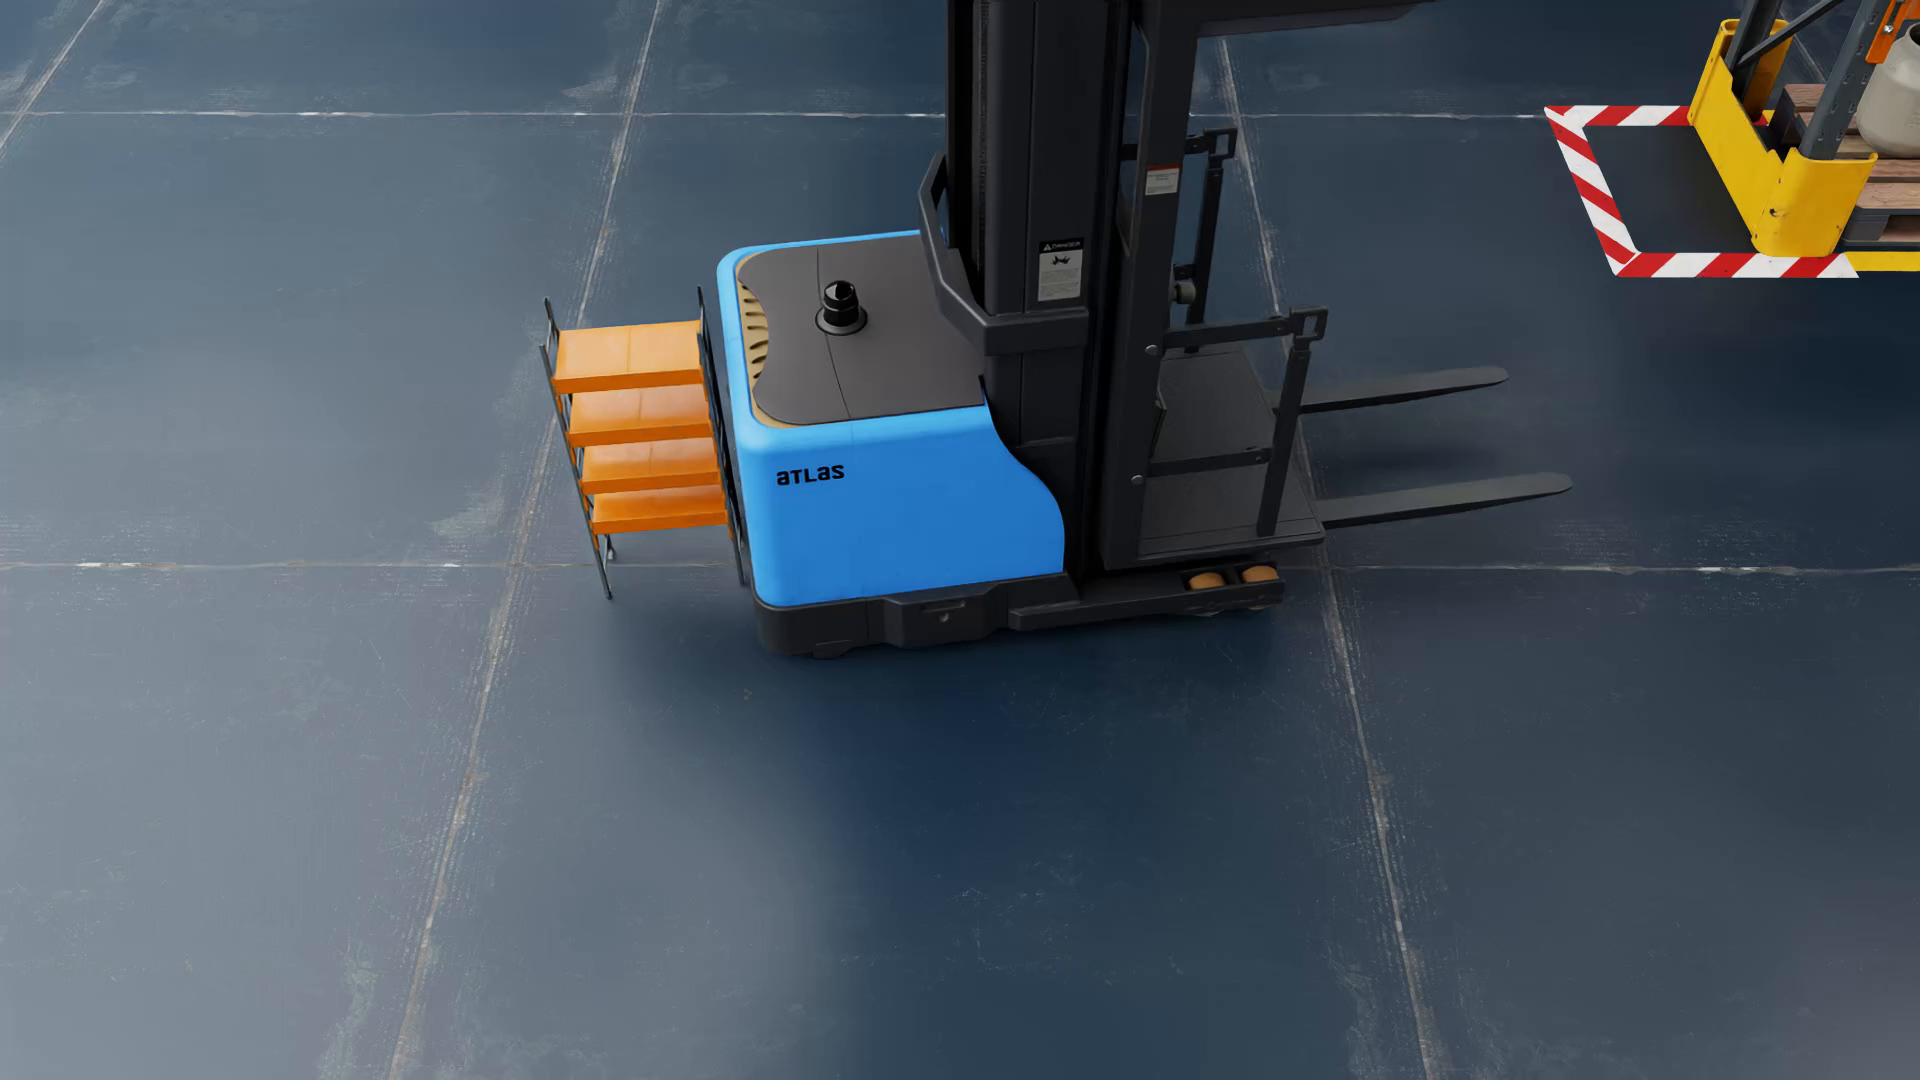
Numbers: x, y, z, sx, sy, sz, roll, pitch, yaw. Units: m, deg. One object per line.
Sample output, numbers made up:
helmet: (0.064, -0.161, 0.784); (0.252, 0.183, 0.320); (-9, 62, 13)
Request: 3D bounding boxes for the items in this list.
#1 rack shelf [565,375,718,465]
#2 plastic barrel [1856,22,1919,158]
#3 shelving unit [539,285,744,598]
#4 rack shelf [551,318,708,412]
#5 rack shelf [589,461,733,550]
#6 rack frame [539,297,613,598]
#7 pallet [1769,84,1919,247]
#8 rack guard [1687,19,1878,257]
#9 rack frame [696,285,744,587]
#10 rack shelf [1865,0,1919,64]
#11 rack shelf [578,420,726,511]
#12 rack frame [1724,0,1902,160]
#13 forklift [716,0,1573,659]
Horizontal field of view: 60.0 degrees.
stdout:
rack shelf: (-1.064, -0.412, 5.593); (0.480, 0.148, 0.258); (-5, 47, -3)
plastic barrel: (4.331, -2.029, 7.502); (0.421, 0.512, 0.421); (0, 47, 0)
shelving unit: (-1.061, -0.305, 5.708); (0.503, 1.200, 0.258); (-5, 47, -3)
rack shelf: (-1.069, -0.572, 5.420); (0.480, 0.148, 0.258); (-5, 47, -3)
rack shelf: (-1.056, -0.124, 5.903); (0.480, 0.148, 0.258); (-5, 47, -3)
rack frame: (-1.304, -0.285, 5.695); (0.015, 1.200, 0.240); (-5, 47, -3)
pallet: (4.561, -1.758, 7.742); (1.213, 0.211, 1.003); (0, 47, 0)
rack guard: (3.748, -1.862, 7.642); (0.348, 0.500, 1.175); (0, 47, 0)
rack frame: (-0.818, -0.325, 5.720); (0.015, 1.200, 0.240); (-5, 47, -3)
rack shelf: (5.672, -2.429, 6.953); (4.000, 0.370, 1.077); (0, 47, 0)
rack shelf: (-1.060, -0.259, 5.757); (0.480, 0.148, 0.258); (-5, 47, -3)
rack frame: (3.672, -2.680, 6.695); (0.127, 3.000, 1.000); (0, 47, 0)
forklift: (0.716, -1.101, 5.272); (3.031, 2.935, 1.130); (-7, 47, -7)
